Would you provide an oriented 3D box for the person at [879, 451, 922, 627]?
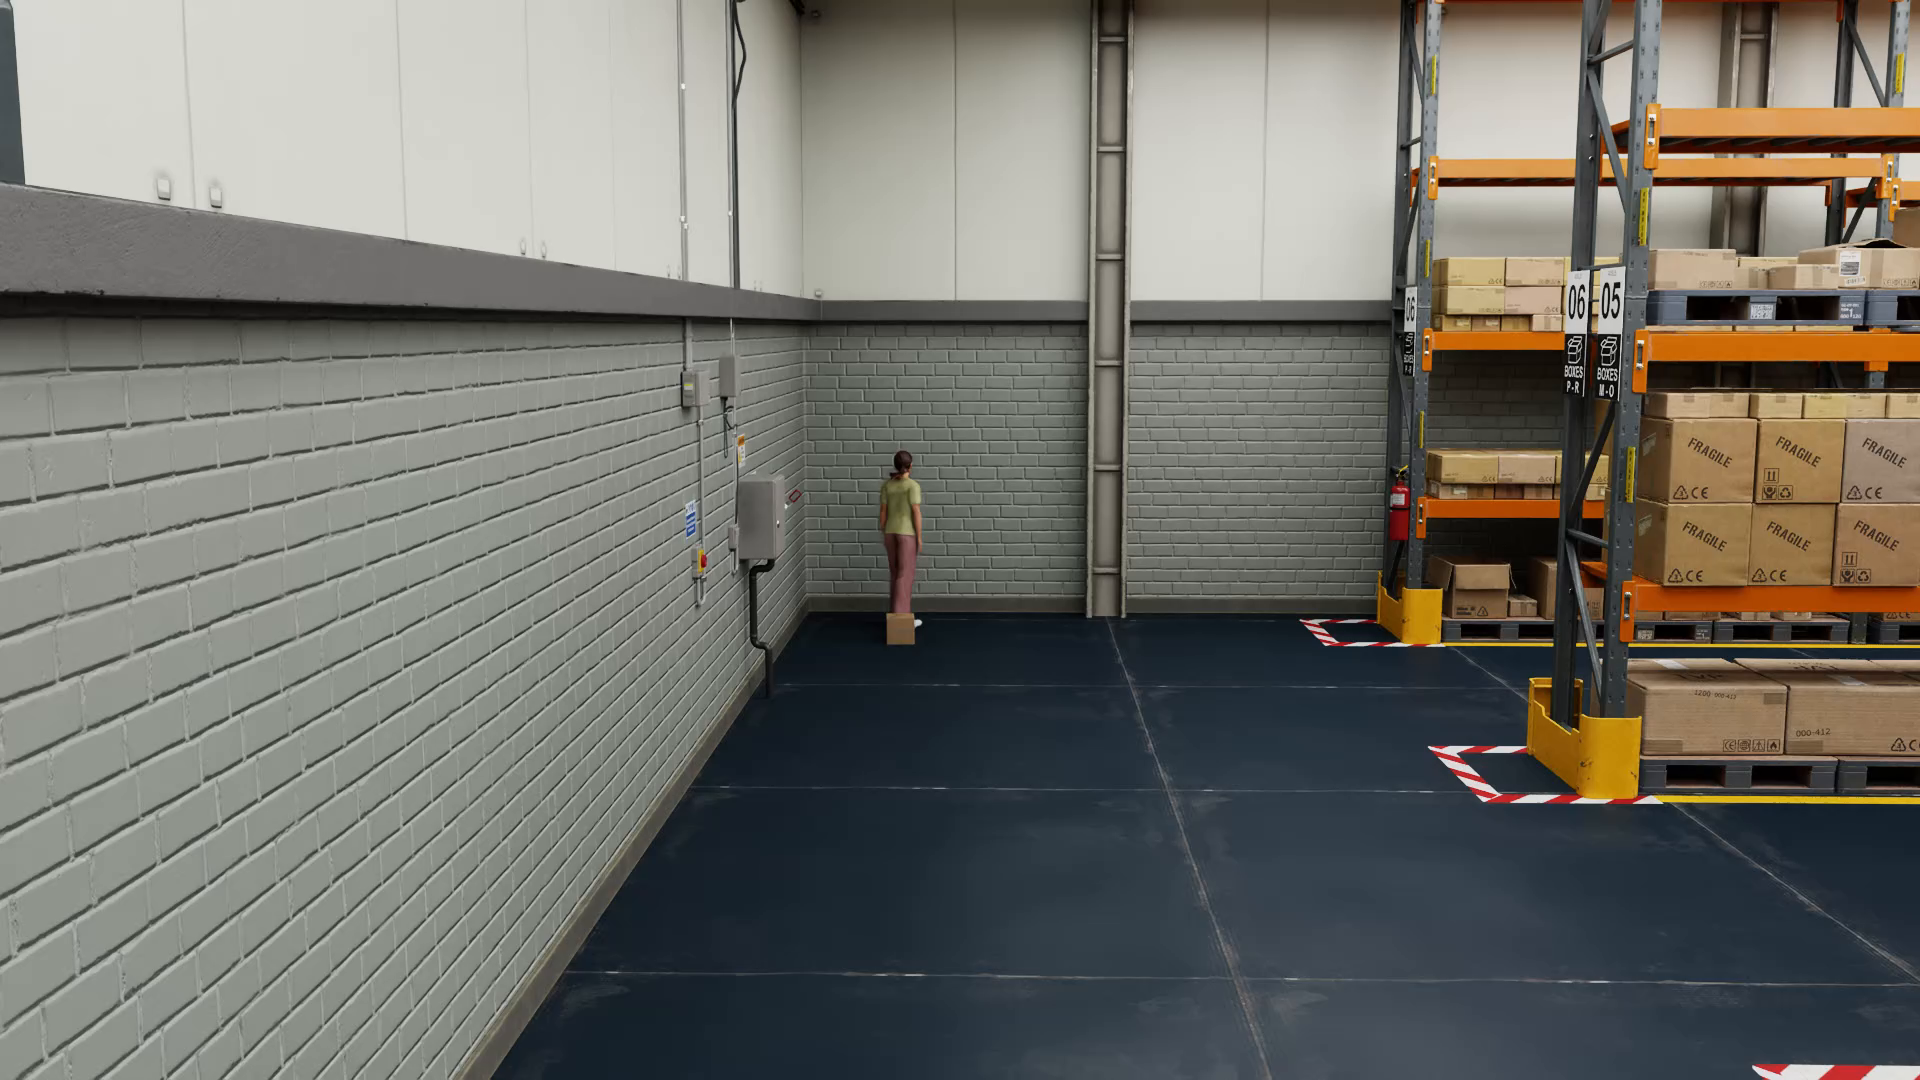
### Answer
[{"bbox_3d":[-0.533,-0.012,15.780,0.461,1.671,0.512,5,9,36],"label":"person"}]
